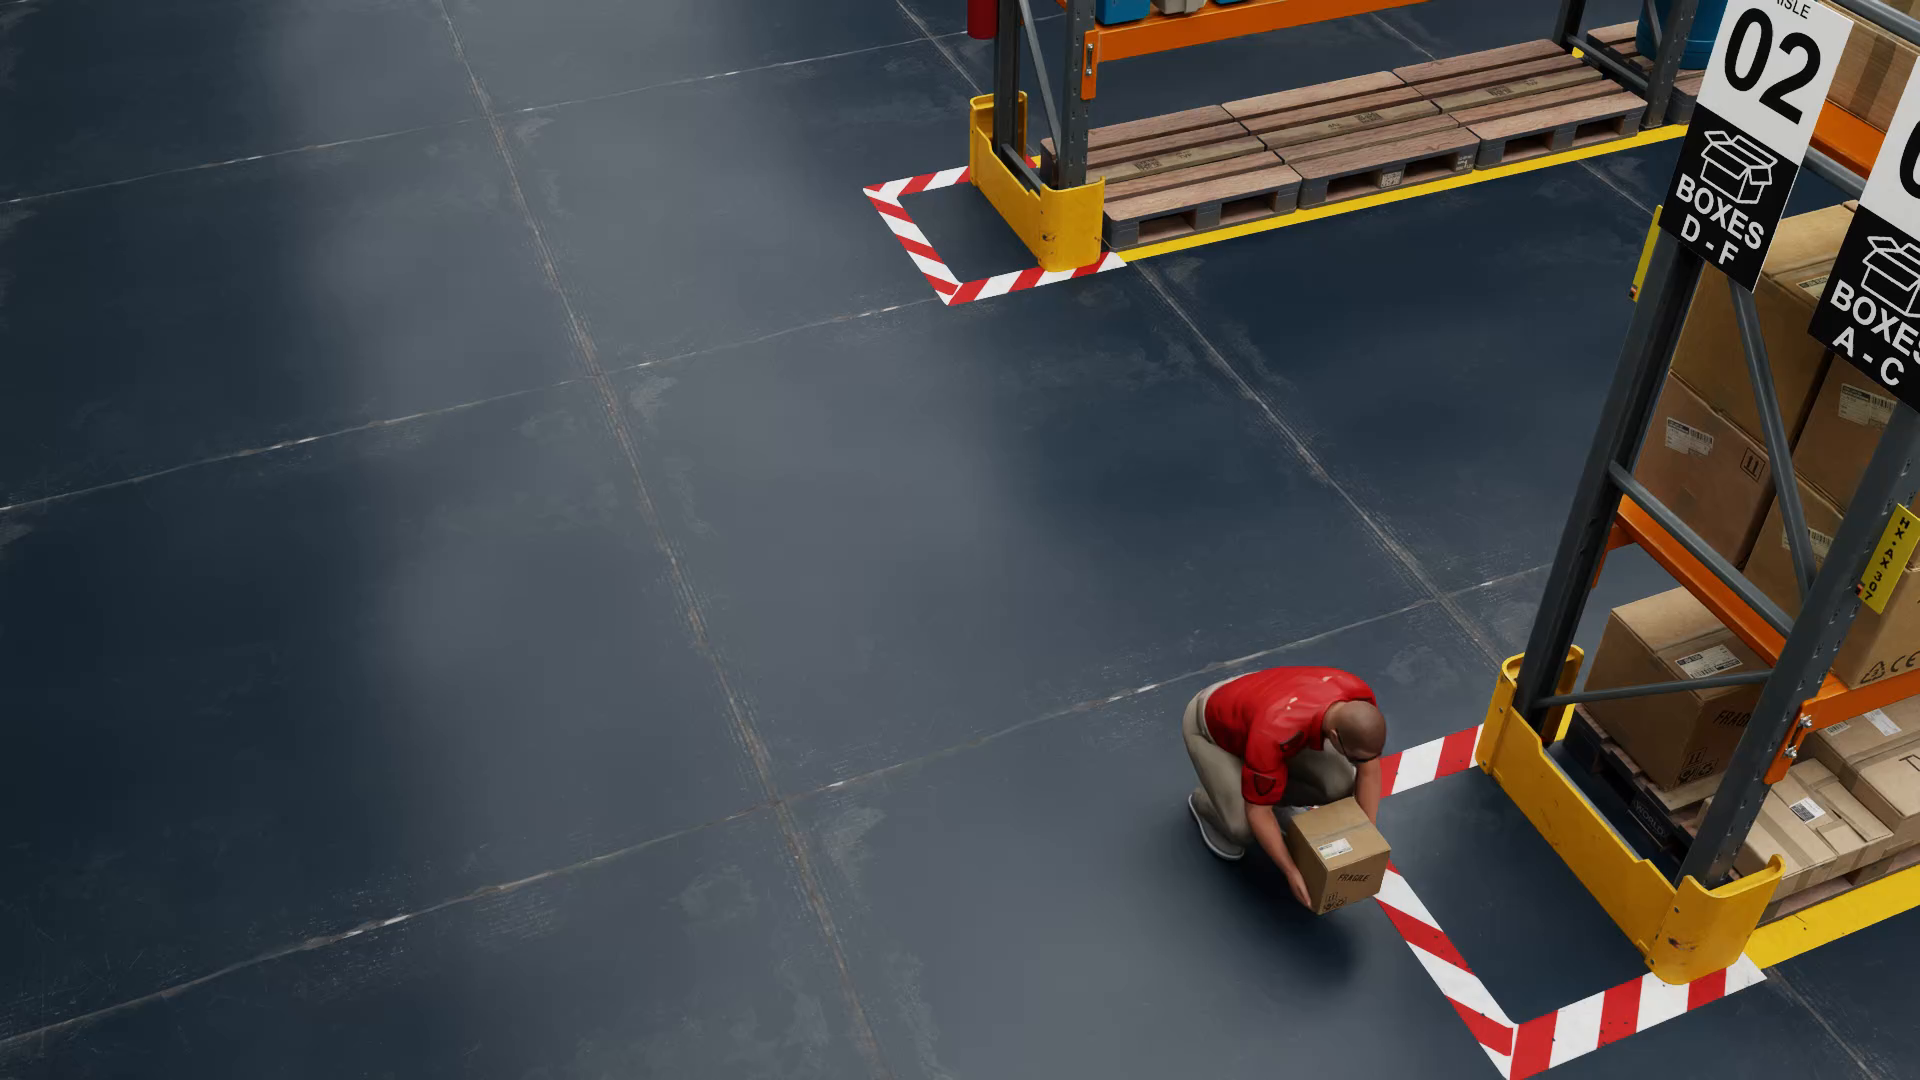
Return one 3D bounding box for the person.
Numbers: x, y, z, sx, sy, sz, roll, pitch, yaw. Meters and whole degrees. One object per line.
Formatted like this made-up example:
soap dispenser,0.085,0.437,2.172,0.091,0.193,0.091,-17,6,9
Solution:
person,1.158,0.751,5.860,0.554,0.920,0.861,-17,44,-18
